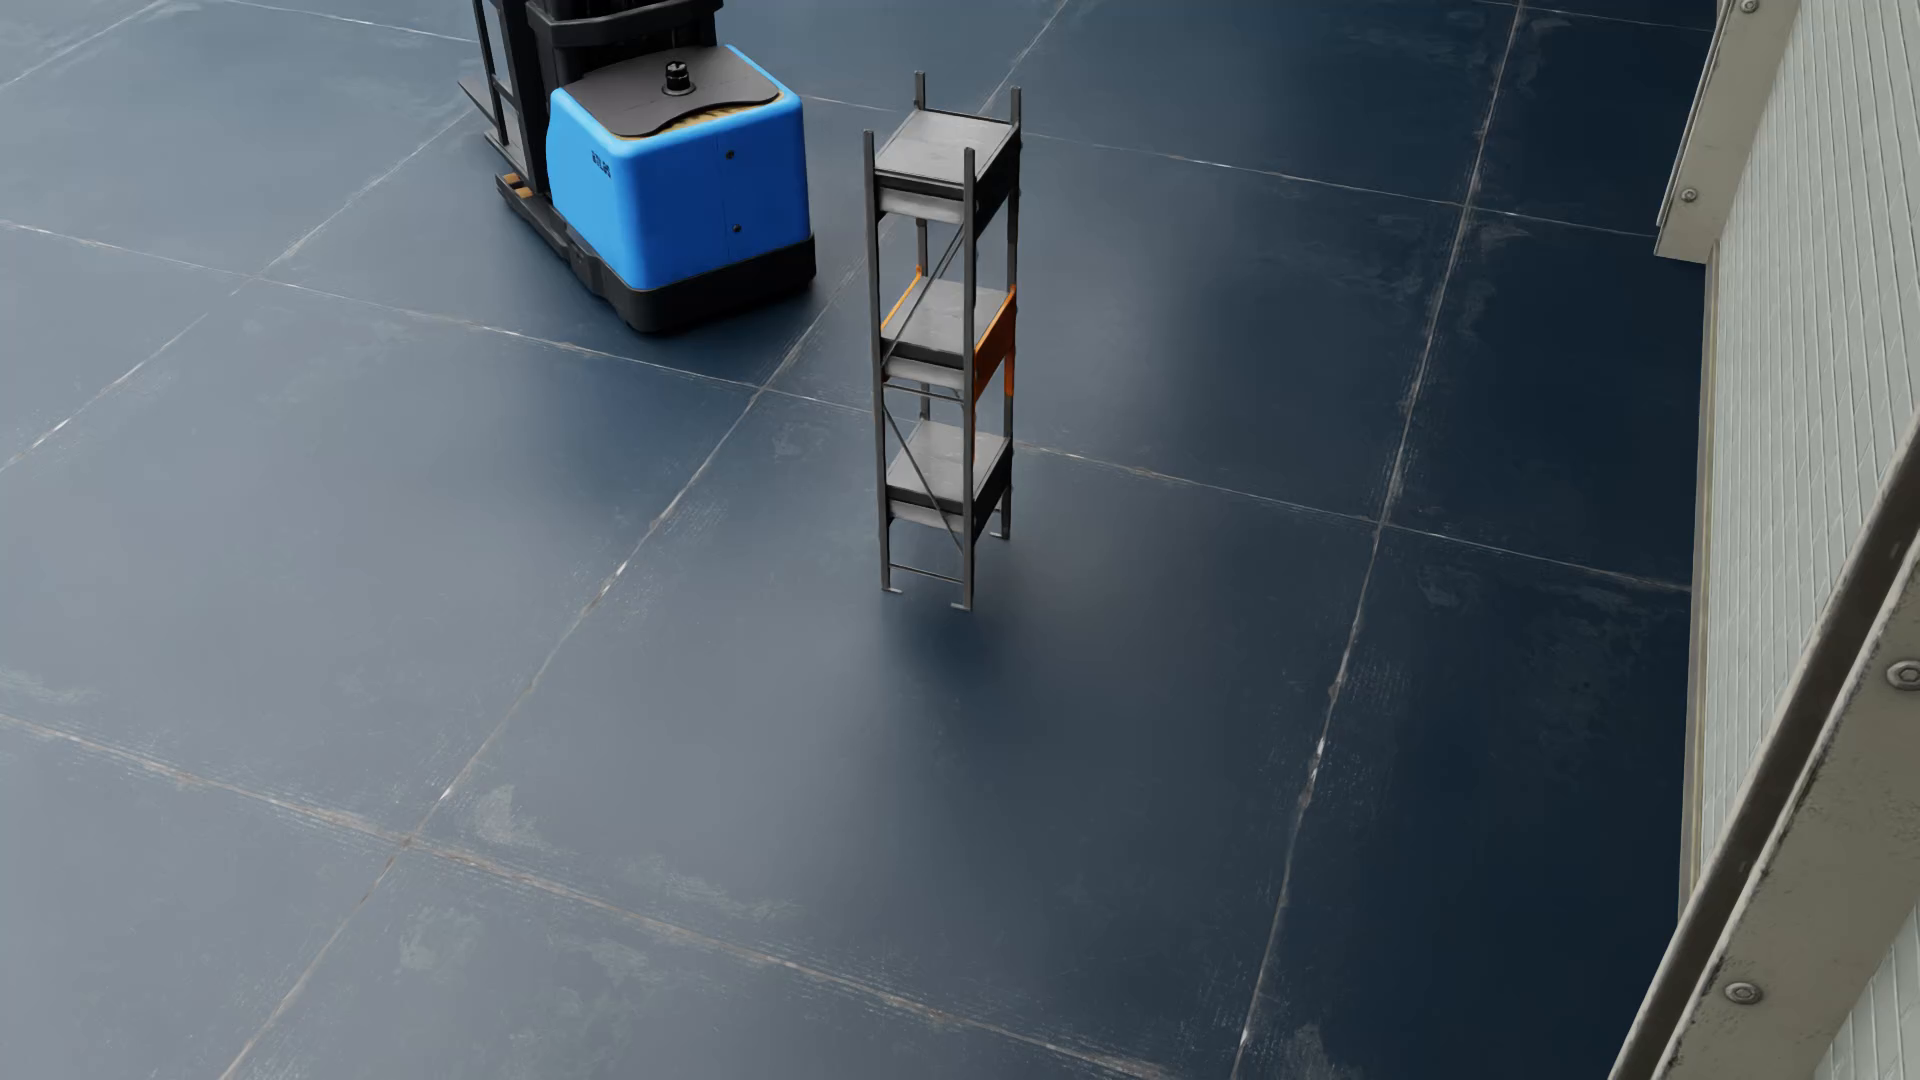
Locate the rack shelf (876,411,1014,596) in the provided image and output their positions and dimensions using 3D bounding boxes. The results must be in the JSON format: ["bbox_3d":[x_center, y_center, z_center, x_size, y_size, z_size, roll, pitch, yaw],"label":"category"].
[{"bbox_3d":[-0.057,-0.155,6.913,0.431,0.518,0.480,13,42,15],"label":"rack shelf"}]

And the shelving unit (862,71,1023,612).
[{"bbox_3d":[-0.057,-0.698,6.450,0.431,2.100,0.503,13,42,15],"label":"shelving unit"}]

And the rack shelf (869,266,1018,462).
[{"bbox_3d":[-0.057,-0.687,6.459,0.431,0.518,0.480,13,42,15],"label":"rack shelf"}]

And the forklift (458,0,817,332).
[{"bbox_3d":[-1.985,-3.088,8.611,1.130,2.935,3.031,-23,46,-25],"label":"forklift"}]

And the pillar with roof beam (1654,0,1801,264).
[{"bbox_3d":[-0.049,-6.019,7.372,9.100,9.000,0.400,13,42,15],"label":"pillar with roof beam"}]

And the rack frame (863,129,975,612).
[{"bbox_3d":[-0.140,-0.549,6.276,0.400,2.100,0.015,13,42,15],"label":"rack frame"}]

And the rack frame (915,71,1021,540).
[{"bbox_3d":[0.027,-0.847,6.625,0.400,2.100,0.015,13,42,15],"label":"rack frame"}]

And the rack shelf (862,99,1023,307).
[{"bbox_3d":[-0.057,-1.220,6.005,0.431,0.518,0.480,13,42,15],"label":"rack shelf"}]
